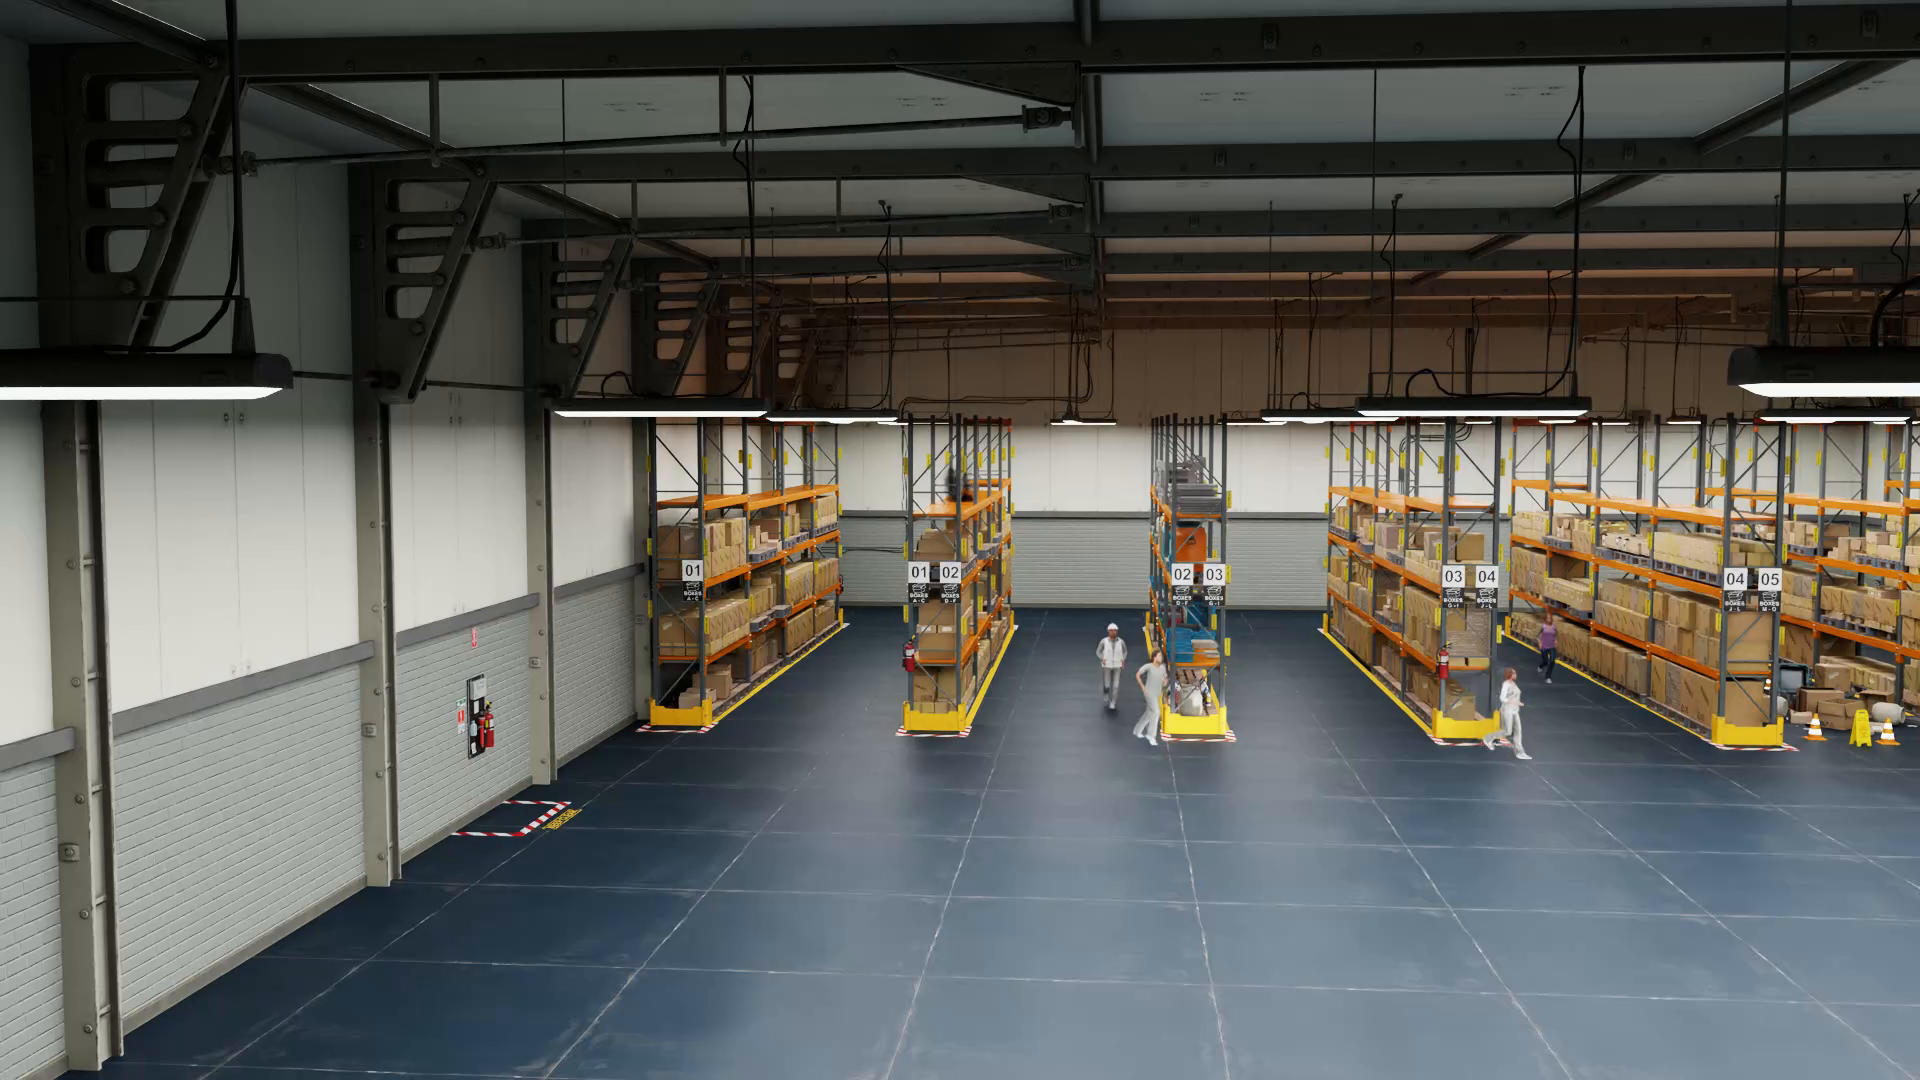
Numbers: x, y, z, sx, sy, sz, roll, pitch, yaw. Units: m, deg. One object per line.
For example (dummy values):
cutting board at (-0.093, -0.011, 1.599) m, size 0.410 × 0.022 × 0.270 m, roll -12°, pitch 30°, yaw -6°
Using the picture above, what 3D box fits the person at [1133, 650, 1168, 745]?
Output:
person at (3.523, 2.857, 30.454) m, size 0.556 × 1.705 × 0.688 m, roll -3°, pitch 5°, yaw -40°

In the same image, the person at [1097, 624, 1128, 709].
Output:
person at (3.117, 2.571, 33.990) m, size 0.647 × 1.727 × 0.580 m, roll 0°, pitch 4°, yaw -1°

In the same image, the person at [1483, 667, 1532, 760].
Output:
person at (9.485, 2.987, 28.766) m, size 0.858 × 1.583 × 0.542 m, roll 3°, pitch 5°, yaw 39°

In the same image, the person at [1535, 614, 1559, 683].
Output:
person at (13.227, 2.431, 37.431) m, size 0.527 × 1.542 × 0.560 m, roll 0°, pitch 4°, yaw 3°
